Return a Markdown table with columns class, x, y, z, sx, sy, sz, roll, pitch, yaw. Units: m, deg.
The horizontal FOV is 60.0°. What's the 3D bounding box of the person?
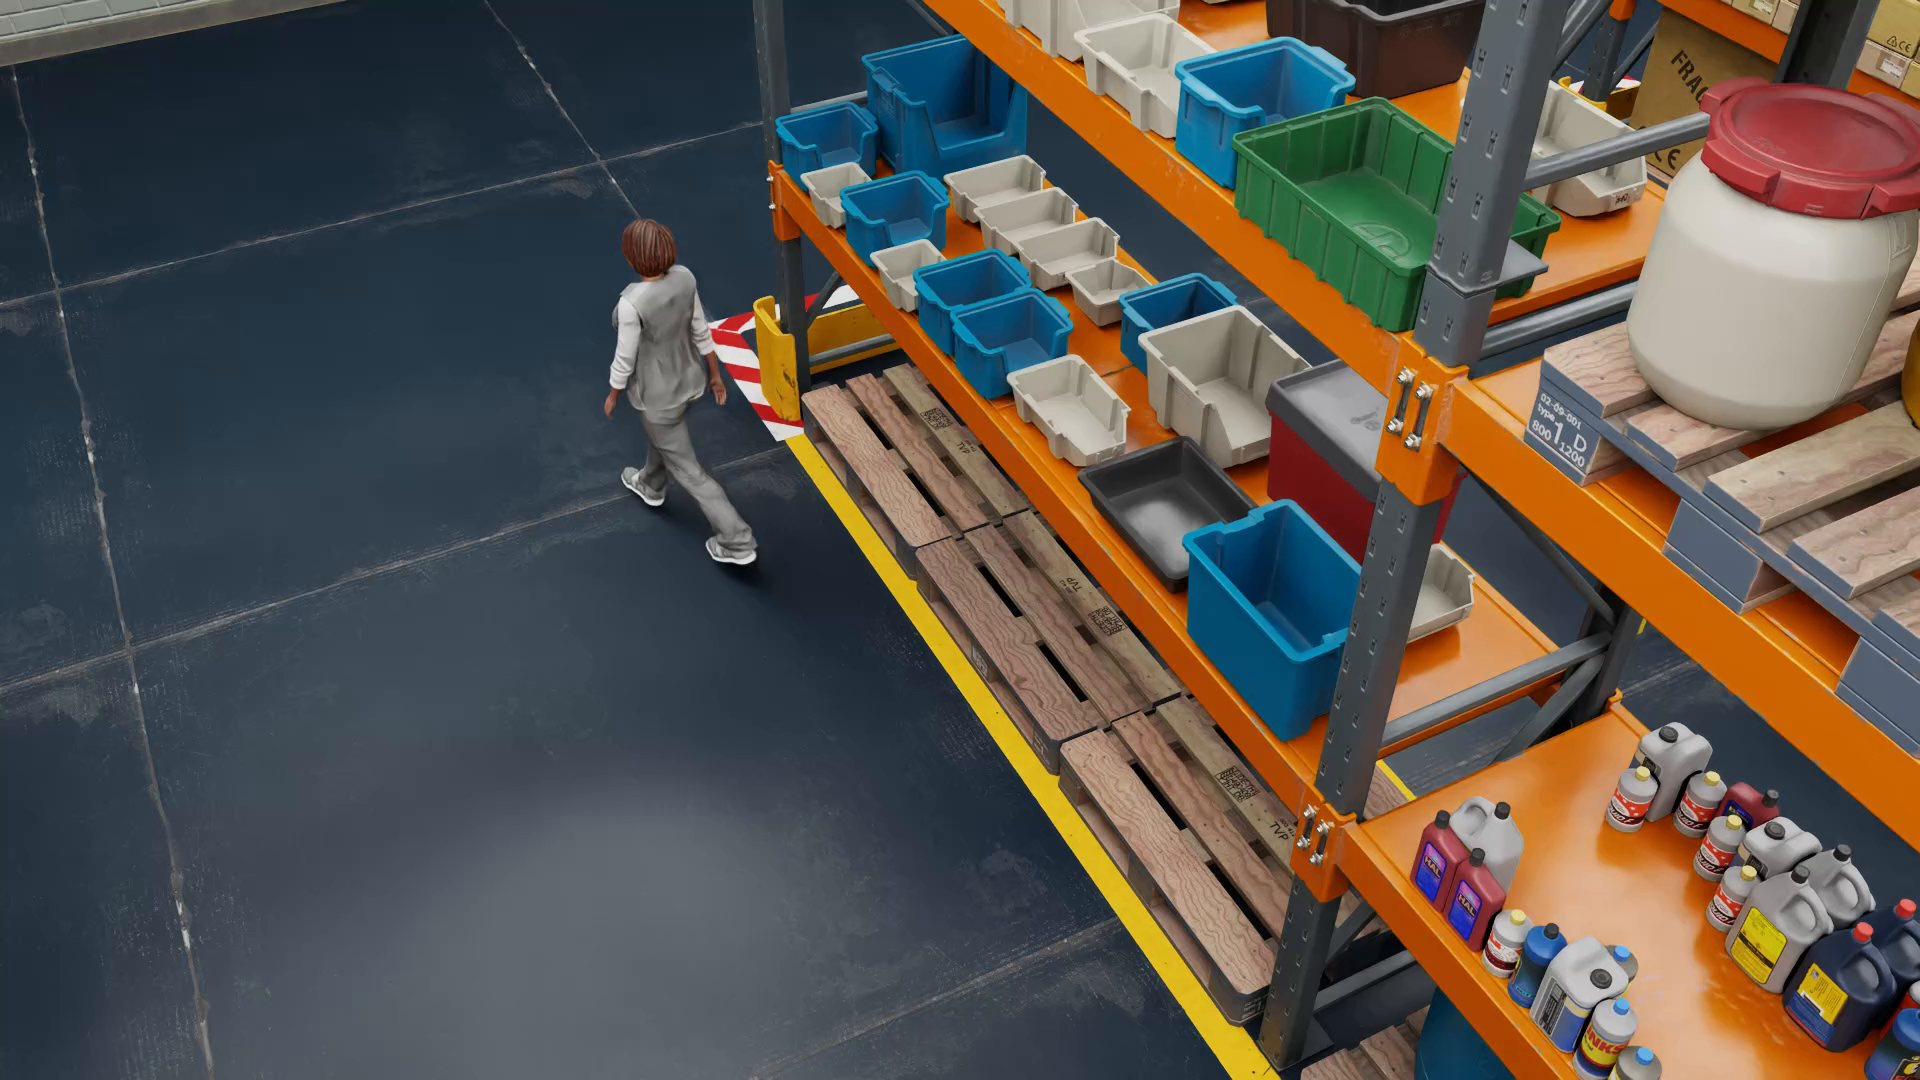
| class | x | y | z | sx | sy | sz | roll | pitch | yaw |
| --- | --- | --- | --- | --- | --- | --- | --- | --- | --- |
| person | -1.213 | -0.622 | 6.867 | 0.931 | 1.533 | 0.445 | 25 | 48 | 25 |
